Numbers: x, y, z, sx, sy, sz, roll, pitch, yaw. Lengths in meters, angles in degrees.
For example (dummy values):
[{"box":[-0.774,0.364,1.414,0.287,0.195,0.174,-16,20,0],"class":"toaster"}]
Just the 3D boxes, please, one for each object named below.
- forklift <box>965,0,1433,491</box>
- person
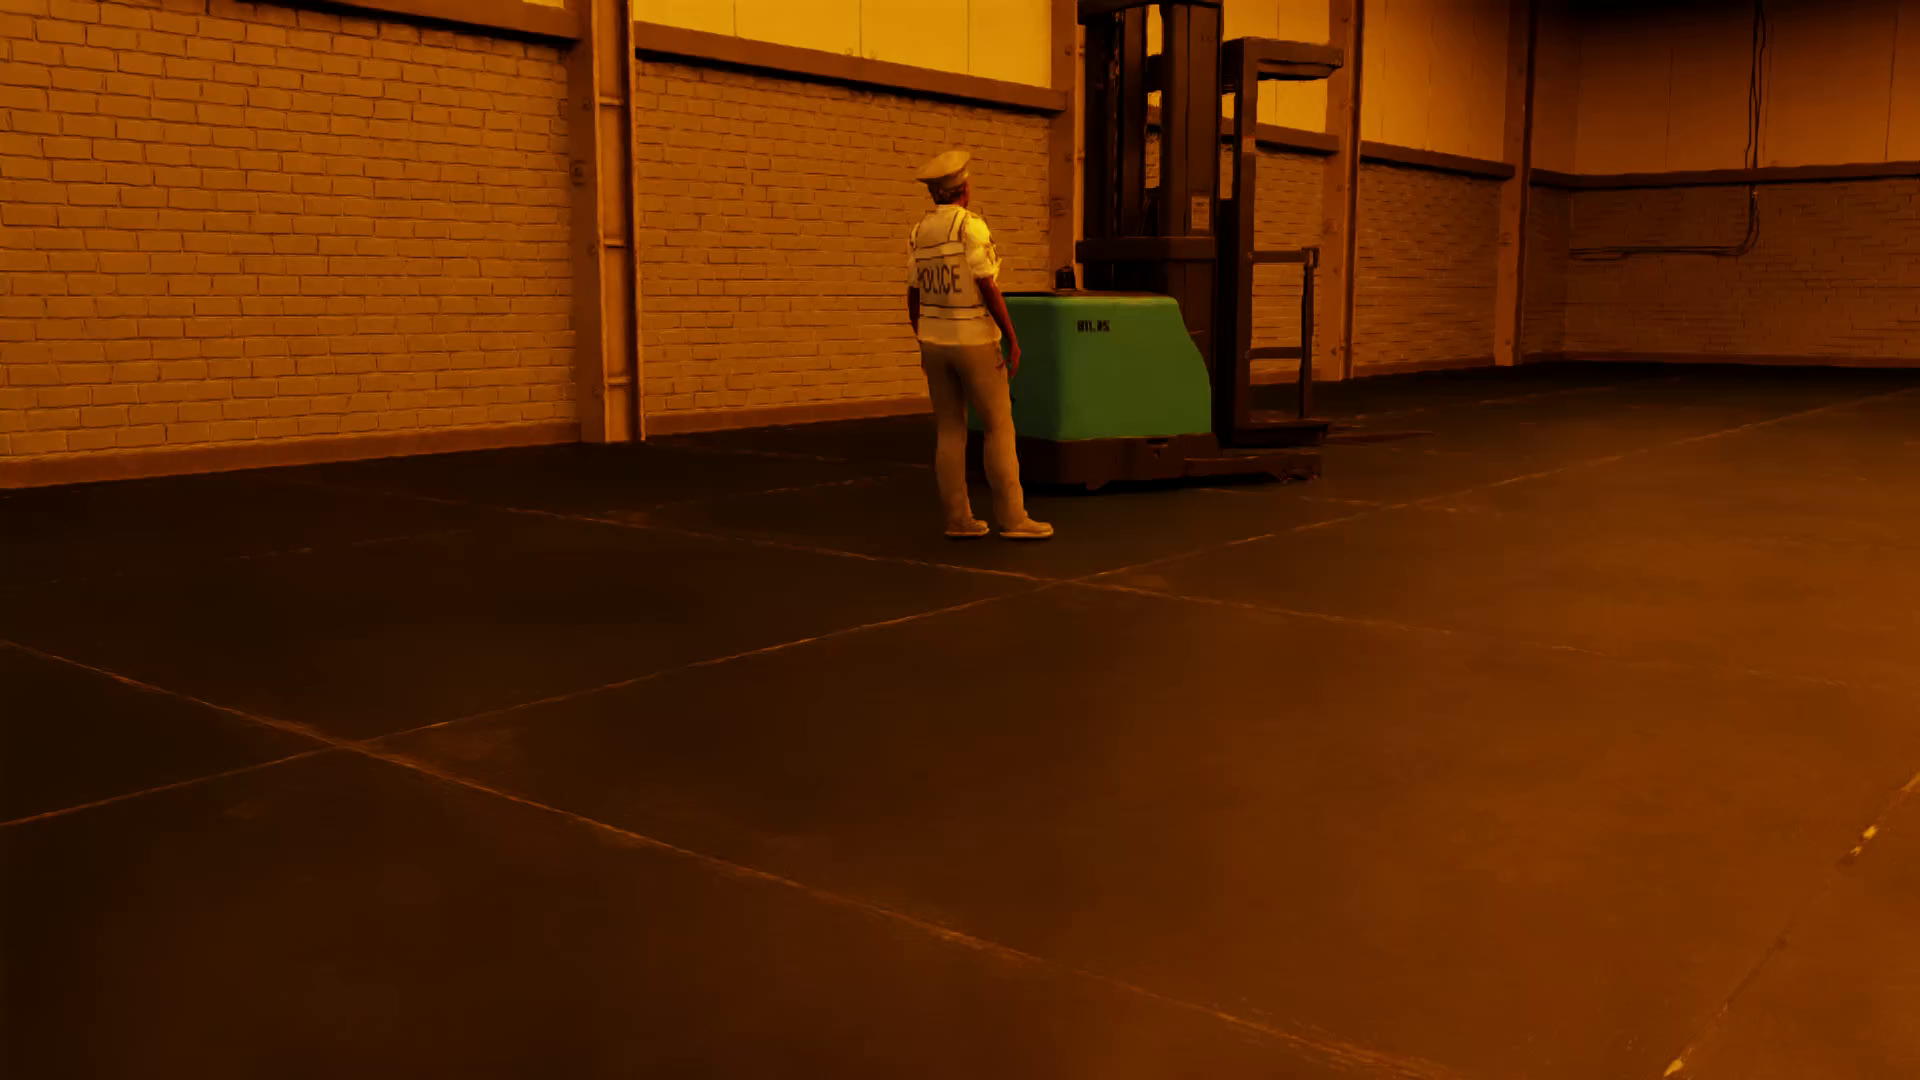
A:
[{"box":[1.552,-1.852,9.938,3.031,2.935,1.130,-5,10,-31],"class":"forklift"},{"box":[0.062,-0.852,7.327,0.570,1.693,0.529,7,11,38],"class":"person"}]
